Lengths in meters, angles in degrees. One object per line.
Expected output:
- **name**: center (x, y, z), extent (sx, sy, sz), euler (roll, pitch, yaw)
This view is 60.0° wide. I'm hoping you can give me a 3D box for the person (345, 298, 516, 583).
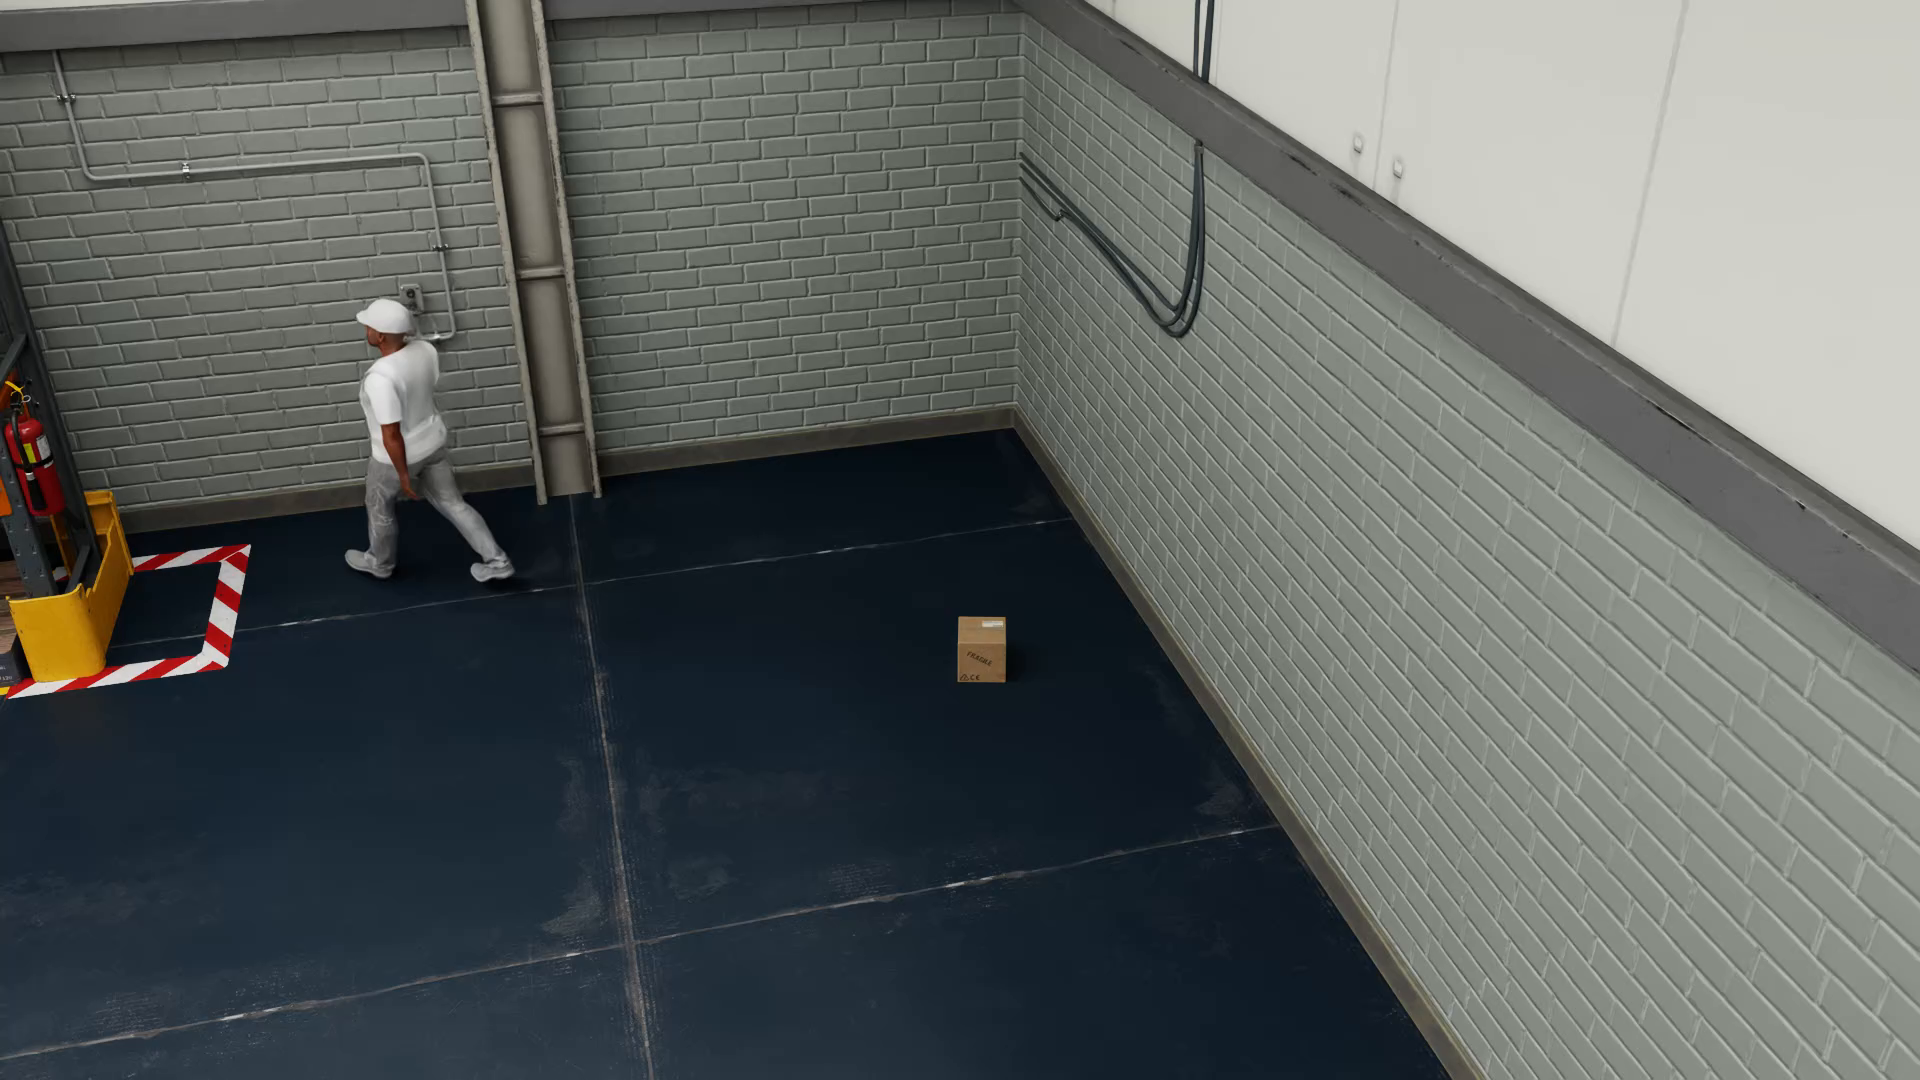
- **person**: center (-3.028, -0.519, 9.122), extent (1.068, 1.724, 0.559), euler (14, 33, 22)
